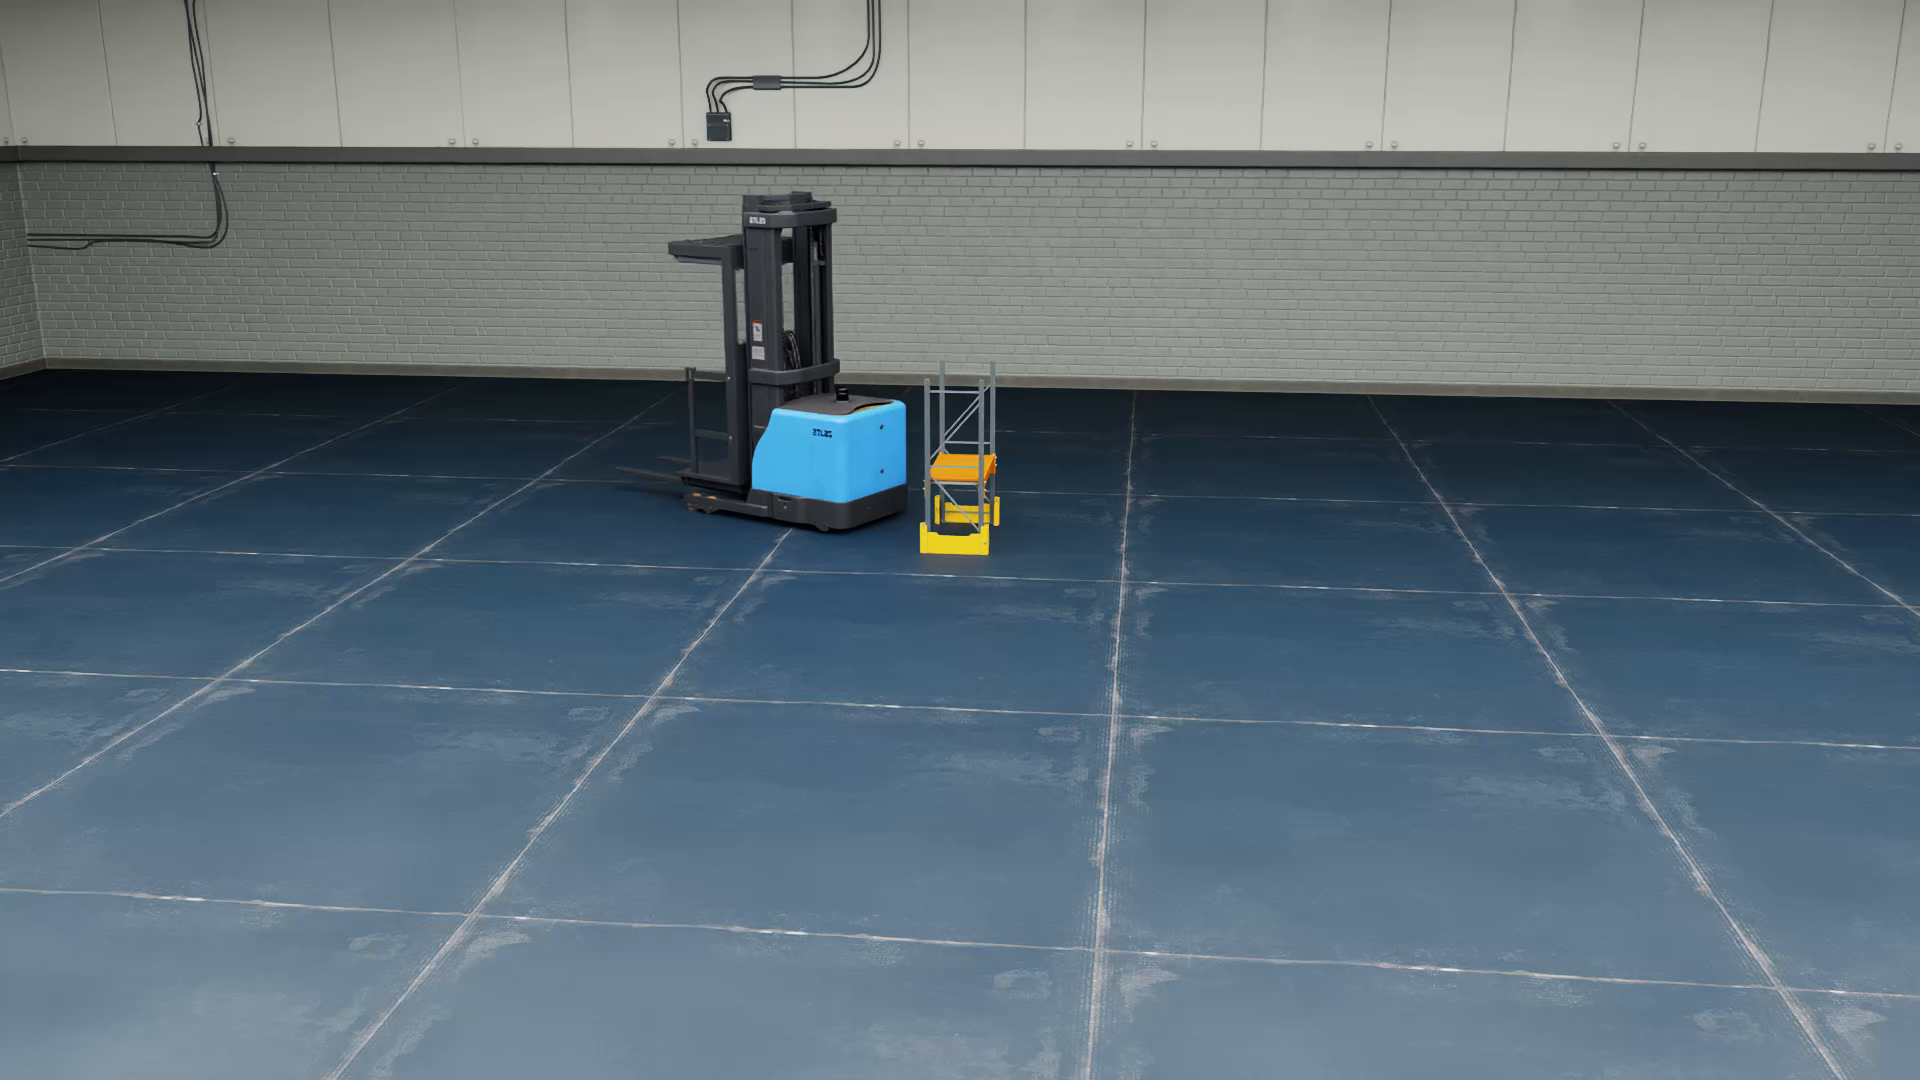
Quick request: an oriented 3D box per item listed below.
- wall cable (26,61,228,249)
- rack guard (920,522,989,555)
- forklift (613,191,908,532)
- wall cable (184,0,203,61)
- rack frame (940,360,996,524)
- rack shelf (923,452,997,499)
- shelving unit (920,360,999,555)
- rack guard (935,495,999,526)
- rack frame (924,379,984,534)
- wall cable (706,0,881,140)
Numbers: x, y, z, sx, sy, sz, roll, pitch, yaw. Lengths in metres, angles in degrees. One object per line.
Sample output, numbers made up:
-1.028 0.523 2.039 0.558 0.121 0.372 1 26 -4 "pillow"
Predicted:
-11.587 -5.242 22.757 3.097 2.526 0.112 2 15 6 "wall cable"
-0.048 -0.011 14.225 0.587 0.250 0.087 2 15 6 "rack guard"
-1.990 -1.764 15.570 3.031 2.935 1.130 10 18 33 "forklift"
-8.899 -7.600 21.803 3.097 2.526 0.112 2 15 6 "wall cable"
0.067 -0.878 15.036 0.500 1.500 0.032 2 15 6 "rack frame"
0.010 -0.572 14.595 0.538 0.185 1.000 2 15 6 "rack shelf"
0.009 -0.744 14.539 0.587 1.500 1.083 2 15 6 "shelving unit"
0.065 -0.270 15.180 0.587 0.250 0.087 2 15 6 "rack guard"
-0.048 -0.614 14.061 0.500 1.500 0.032 2 15 6 "rack frame"
-2.156 -8.099 20.859 2.305 6.003 0.169 2 15 6 "wall cable"
